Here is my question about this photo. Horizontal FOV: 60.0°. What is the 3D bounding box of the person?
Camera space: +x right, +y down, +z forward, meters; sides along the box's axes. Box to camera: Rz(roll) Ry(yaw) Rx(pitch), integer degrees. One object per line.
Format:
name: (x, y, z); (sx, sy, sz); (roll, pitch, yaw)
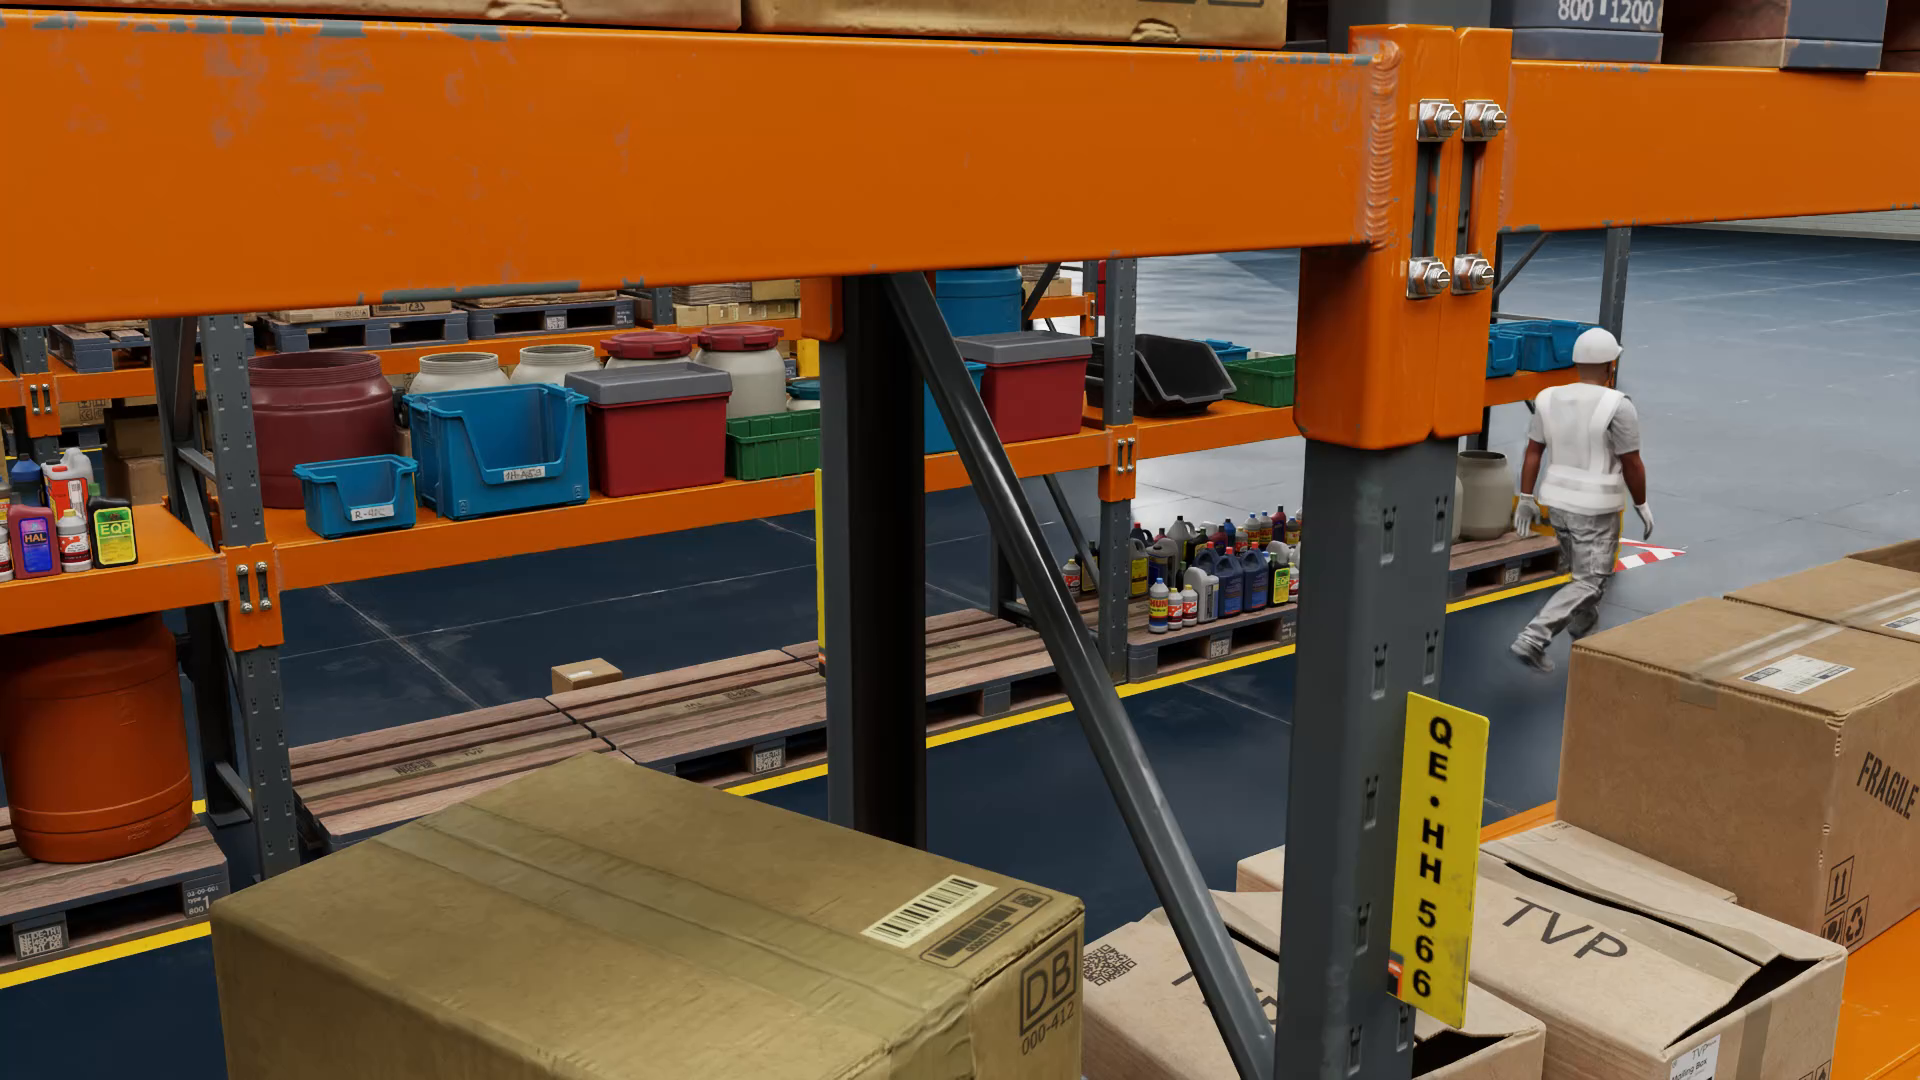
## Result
person: (3.085, -0.174, 8.279); (0.976, 1.752, 0.570); (-8, 16, -30)
